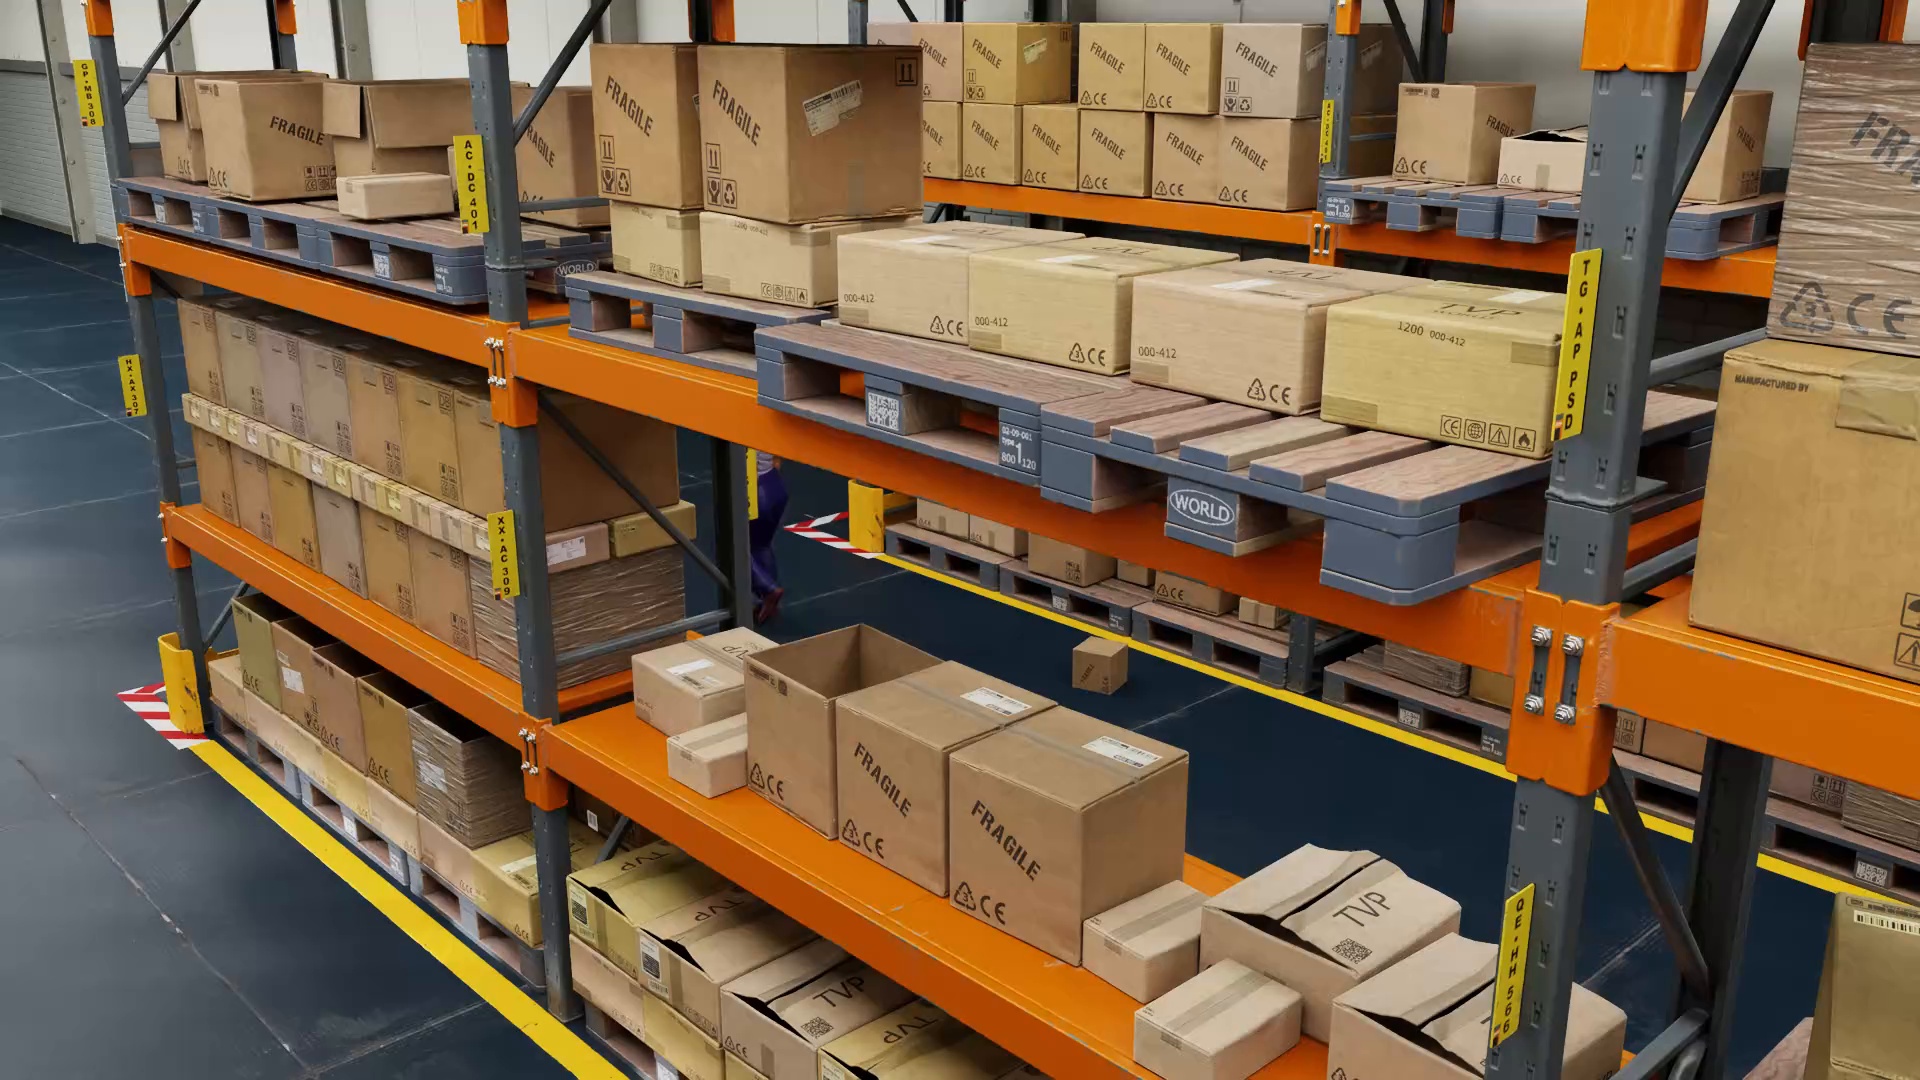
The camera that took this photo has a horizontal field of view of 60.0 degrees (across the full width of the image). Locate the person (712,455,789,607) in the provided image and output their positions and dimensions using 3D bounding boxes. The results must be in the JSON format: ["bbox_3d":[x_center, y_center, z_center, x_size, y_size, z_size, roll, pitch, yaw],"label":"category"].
[{"bbox_3d":[-1.342,-0.294,10.808,0.435,1.575,0.499,7,19,22],"label":"person"}]
